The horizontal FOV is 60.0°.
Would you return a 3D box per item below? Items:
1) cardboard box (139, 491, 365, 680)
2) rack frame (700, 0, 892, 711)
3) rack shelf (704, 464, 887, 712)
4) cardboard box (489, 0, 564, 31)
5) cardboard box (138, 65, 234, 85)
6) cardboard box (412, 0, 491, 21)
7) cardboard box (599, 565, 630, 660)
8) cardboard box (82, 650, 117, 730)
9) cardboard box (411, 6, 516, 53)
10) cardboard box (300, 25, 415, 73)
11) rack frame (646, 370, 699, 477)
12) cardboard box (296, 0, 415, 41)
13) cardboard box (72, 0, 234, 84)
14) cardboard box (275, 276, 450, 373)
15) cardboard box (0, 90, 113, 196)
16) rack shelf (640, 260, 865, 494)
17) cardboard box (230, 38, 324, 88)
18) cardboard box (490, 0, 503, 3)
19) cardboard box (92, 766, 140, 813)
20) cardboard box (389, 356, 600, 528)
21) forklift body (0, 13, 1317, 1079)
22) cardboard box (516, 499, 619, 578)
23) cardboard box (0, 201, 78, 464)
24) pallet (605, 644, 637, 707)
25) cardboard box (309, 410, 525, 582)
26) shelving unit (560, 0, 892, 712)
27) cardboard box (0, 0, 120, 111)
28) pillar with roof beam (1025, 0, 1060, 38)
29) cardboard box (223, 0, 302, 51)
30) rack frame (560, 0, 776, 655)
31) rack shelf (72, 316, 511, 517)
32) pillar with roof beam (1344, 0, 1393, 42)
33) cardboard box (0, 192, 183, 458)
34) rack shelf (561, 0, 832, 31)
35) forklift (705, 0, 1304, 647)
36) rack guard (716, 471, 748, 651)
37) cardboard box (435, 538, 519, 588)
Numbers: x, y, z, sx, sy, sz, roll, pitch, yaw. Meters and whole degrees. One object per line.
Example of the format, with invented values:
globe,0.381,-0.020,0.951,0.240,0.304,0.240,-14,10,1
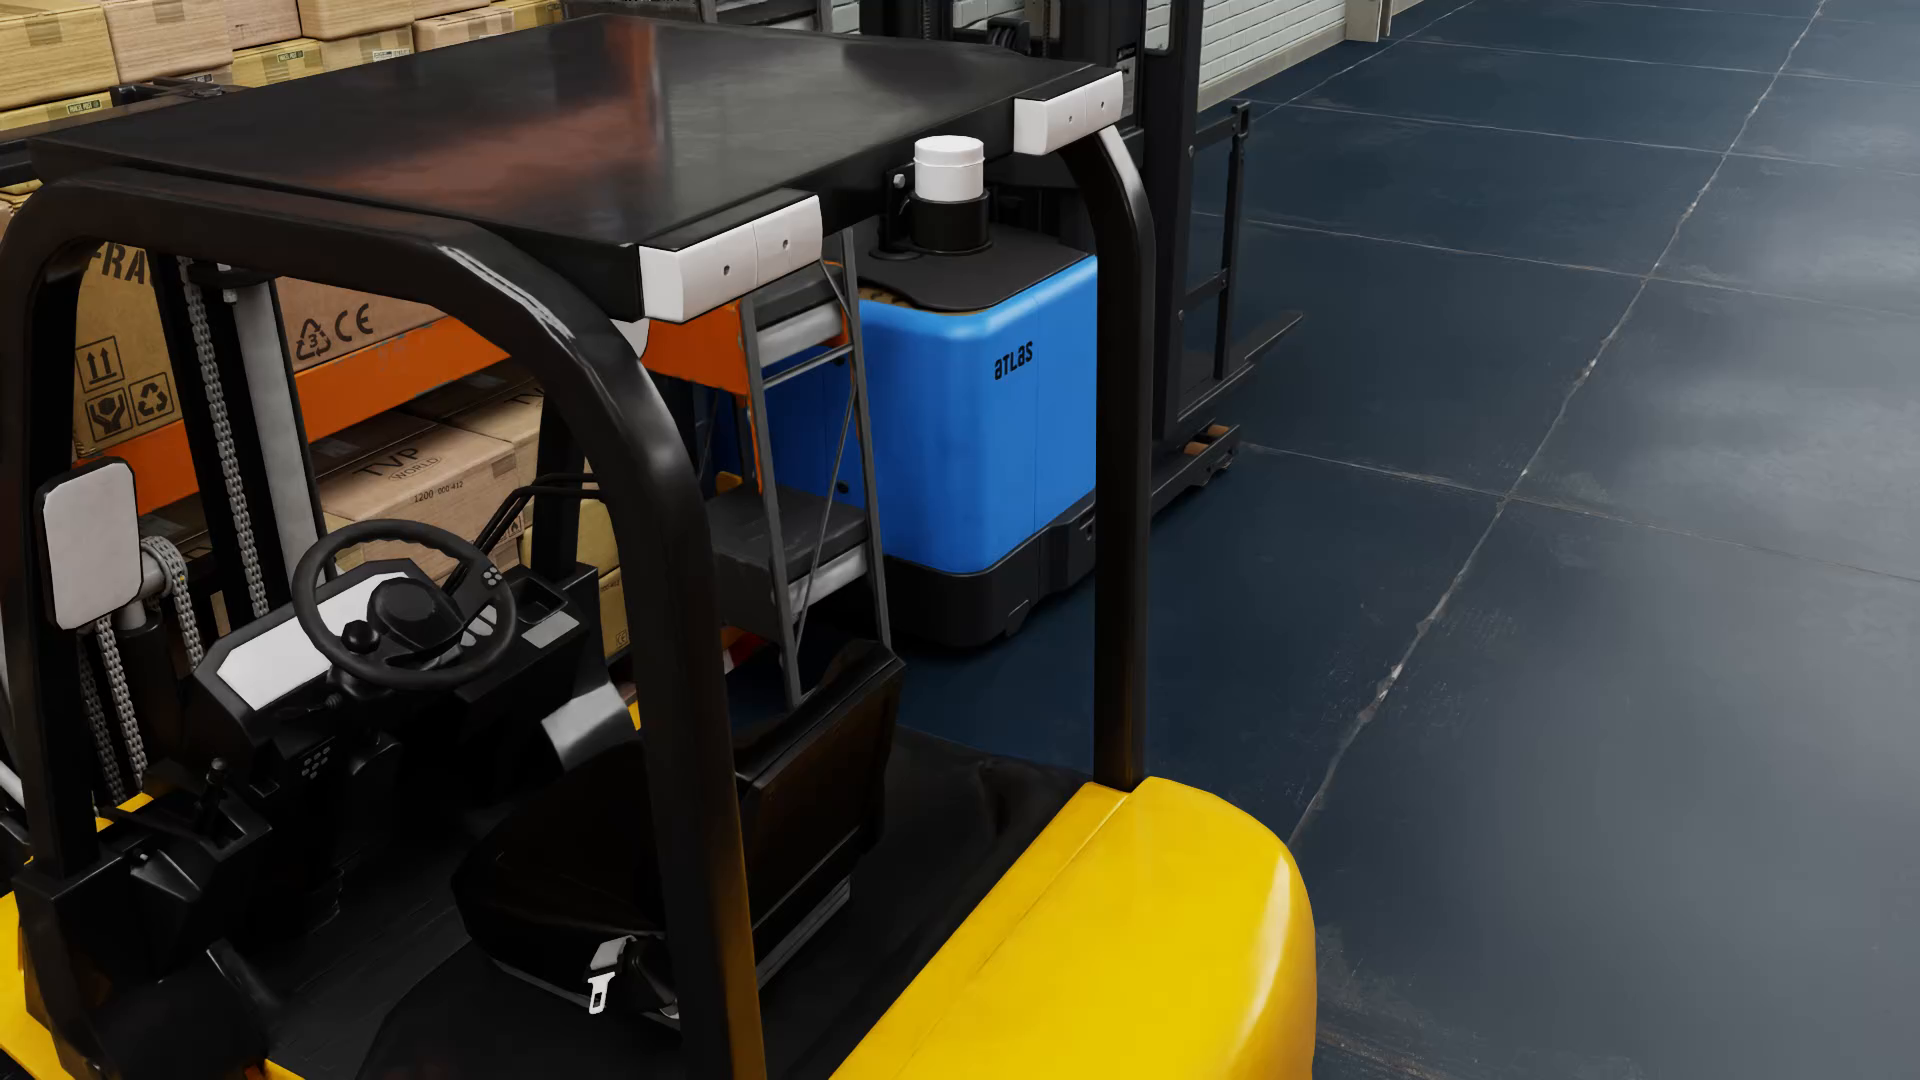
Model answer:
cardboard box,-1.674,0.111,3.663,0.500,0.250,0.500,15,30,27
rack frame,-0.384,-0.436,4.202,0.015,2.100,0.400,17,33,36
rack shelf,-0.528,0.145,4.661,0.480,0.518,0.431,17,33,36
cardboard box,-1.160,-1.269,4.098,0.380,0.149,0.250,15,30,27
cardboard box,-1.663,-0.867,3.294,0.380,0.149,0.250,13,29,24
cardboard box,-1.320,-1.310,3.847,0.380,0.149,0.250,14,30,26
cardboard box,-1.189,0.163,4.675,0.500,0.250,0.500,14,30,26
cardboard box,-1.930,0.307,3.272,0.500,0.250,0.500,14,30,25
cardboard box,-1.260,-1.163,3.886,0.380,0.149,0.250,15,30,27
cardboard box,-1.441,-1.075,3.711,0.380,0.149,0.250,15,30,27
rack frame,-1.233,-1.131,4.659,1.000,3.000,0.127,14,30,26
cardboard box,-1.426,-1.202,3.632,0.380,0.149,0.250,15,30,27
cardboard box,-1.644,-0.995,3.219,0.380,0.149,0.250,15,30,27
cardboard box,-1.510,-0.726,3.738,0.500,0.500,0.500,15,30,28
cardboard box,-1.770,-0.764,3.089,0.380,0.149,0.250,14,30,26
rack shelf,-0.572,-0.481,4.351,0.480,0.518,0.431,17,33,36
cardboard box,-1.573,-0.981,3.523,0.380,0.149,0.250,14,30,26
cardboard box,-1.226,-1.413,4.053,0.380,0.149,0.250,14,30,26
cardboard box,-1.942,0.539,3.367,0.500,0.250,0.500,14,30,26
cardboard box,-1.188,-0.288,4.461,0.500,0.250,0.500,15,30,28
forklift body,-0.578,0.389,2.570,2.313,2.155,1.214,14,30,26
cardboard box,-1.201,-0.054,4.552,0.500,0.250,0.500,14,30,25
cardboard box,-2.000,-0.328,2.943,0.500,0.500,0.500,14,30,26
pallet,-1.573,0.423,4.669,1.003,0.211,1.213,14,30,26
cardboard box,-1.434,-0.088,4.061,0.500,0.250,0.500,15,30,27
shelving unit,-0.573,-0.494,4.345,0.503,2.100,0.431,17,33,36
cardboard box,-1.767,-0.893,3.015,0.380,0.149,0.250,15,30,27
pillar with roof beam,4.339,-5.131,5.948,9.100,9.000,0.400,14,30,26
cardboard box,-1.613,-1.121,3.471,0.380,0.149,0.250,14,30,26
rack frame,-0.762,-0.551,4.488,0.015,2.100,0.400,17,33,36
rack shelf,-2.217,-0.030,3.263,1.077,0.370,4.000,14,30,26
pillar with roof beam,7.291,-7.470,10.619,9.100,9.000,0.400,14,30,26
cardboard box,-1.762,-0.526,3.339,0.500,0.500,0.500,14,30,25
rack shelf,-0.617,-1.108,4.041,0.480,0.518,0.431,17,33,36
forklift,0.405,-1.607,5.686,1.130,2.935,3.031,16,31,28
rack guard,-1.222,-0.023,5.237,1.175,0.500,0.348,14,30,26
cardboard box,-1.457,0.139,4.166,0.500,0.250,0.500,14,30,26
